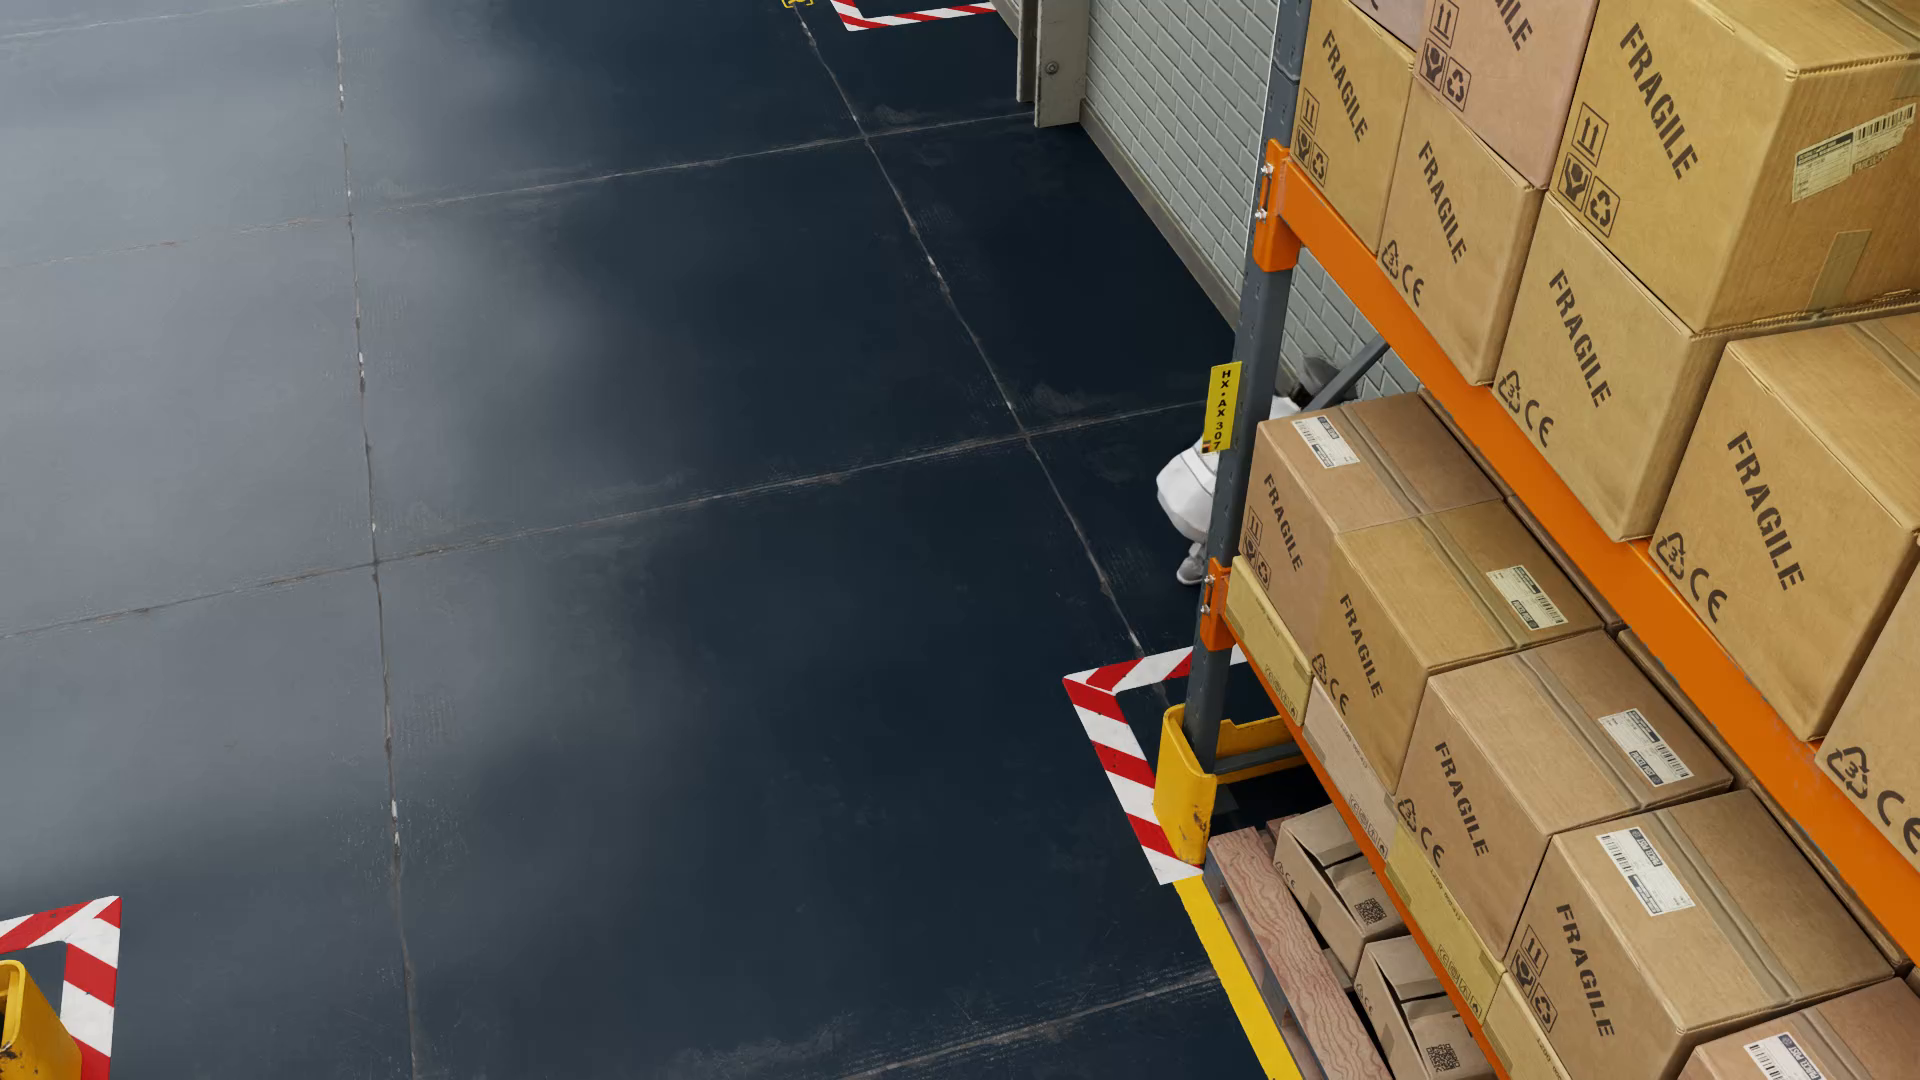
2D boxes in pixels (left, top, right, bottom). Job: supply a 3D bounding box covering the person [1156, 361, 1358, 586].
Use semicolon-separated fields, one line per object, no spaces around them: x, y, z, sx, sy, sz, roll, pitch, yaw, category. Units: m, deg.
1.196;-0.212;6.833;0.810;1.074;0.504;-12;44;-13;person
